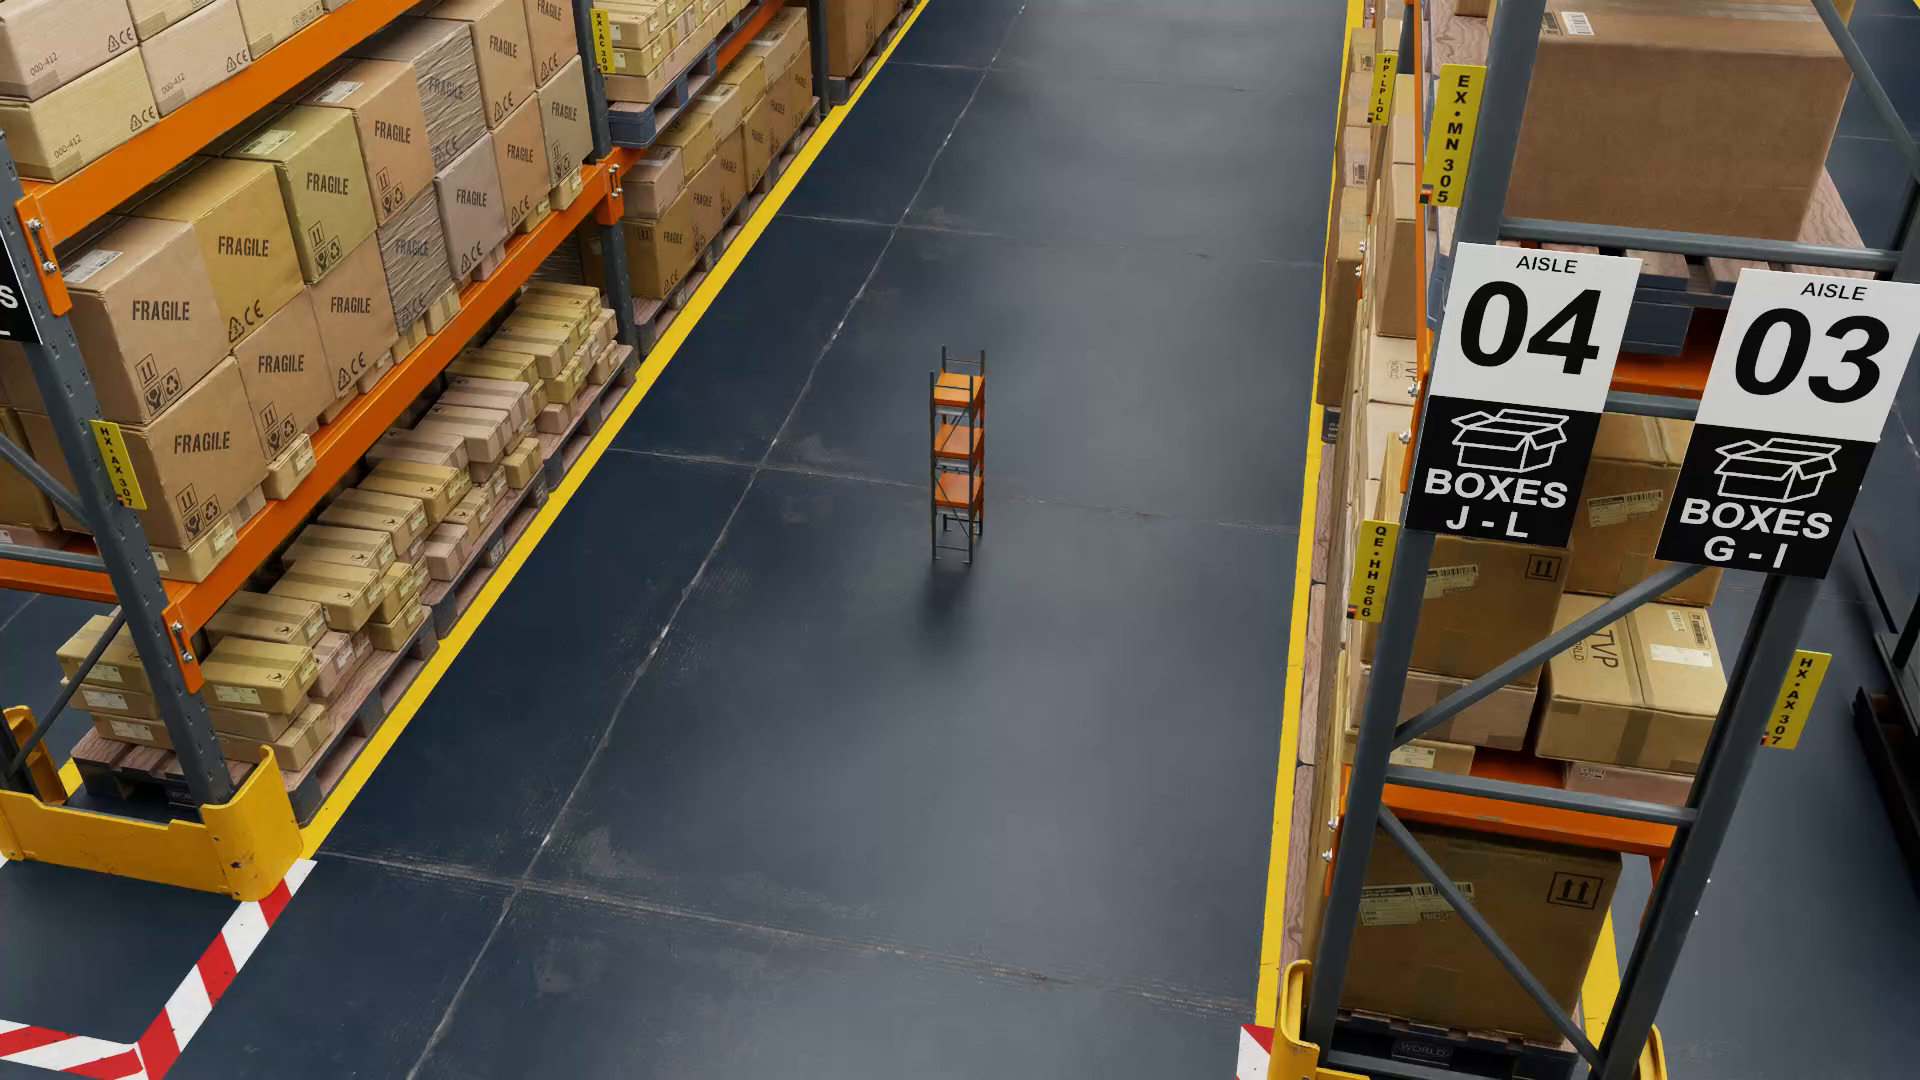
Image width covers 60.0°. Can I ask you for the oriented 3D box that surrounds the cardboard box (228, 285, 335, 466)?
[{"bbox_3d":[-2.750,-0.648,6.249,0.500,0.500,0.500,7,37,10],"label":"cardboard box"}]

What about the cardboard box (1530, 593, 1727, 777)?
[{"bbox_3d":[1.985,0.425,4.982,0.500,0.250,0.500,6,36,9],"label":"cardboard box"}]

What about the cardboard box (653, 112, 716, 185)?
[{"bbox_3d":[-1.824,-2.405,10.145,0.500,0.250,0.500,8,37,11],"label":"cardboard box"}]

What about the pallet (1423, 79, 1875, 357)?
[{"bbox_3d":[1.767,-0.880,4.427,1.003,0.211,1.213,7,37,10],"label":"pallet"}]

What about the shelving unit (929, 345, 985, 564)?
[{"bbox_3d":[-0.011,-0.394,7.900,0.215,1.050,0.252,7,37,10],"label":"shelving unit"}]

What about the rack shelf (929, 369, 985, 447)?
[{"bbox_3d":[-0.011,-0.616,7.739,0.215,0.259,0.240,7,37,10],"label":"rack shelf"}]

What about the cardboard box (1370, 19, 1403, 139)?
[{"bbox_3d":[2.523,-2.494,9.049,0.500,0.500,0.500,7,37,9],"label":"cardboard box"}]

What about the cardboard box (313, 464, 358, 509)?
[{"bbox_3d":[-3.014,-0.286,7.653,0.380,0.149,0.250,6,36,8],"label":"cardboard box"}]

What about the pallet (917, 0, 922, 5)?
[{"bbox_3d":[-0.733,-5.253,15.317,1.003,0.211,1.213,7,37,10],"label":"pallet"}]

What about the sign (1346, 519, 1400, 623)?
[{"bbox_3d":[1.091,0.085,4.388,0.100,0.325,0.005,7,37,10],"label":"sign"}]

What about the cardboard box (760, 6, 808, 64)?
[{"bbox_3d":[-1.387,-3.577,11.762,0.500,0.250,0.500,6,36,9],"label":"cardboard box"}]

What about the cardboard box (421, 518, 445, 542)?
[{"bbox_3d":[-2.621,-0.118,7.674,0.380,0.149,0.250,9,37,12],"label":"cardboard box"}]

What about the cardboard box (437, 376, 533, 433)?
[{"bbox_3d":[-2.334,-0.666,8.178,0.380,0.149,0.250,6,36,8],"label":"cardboard box"}]

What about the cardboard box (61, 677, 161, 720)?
[{"bbox_3d":[-3.371,0.572,6.723,0.380,0.149,0.250,6,36,9],"label":"cardboard box"}]

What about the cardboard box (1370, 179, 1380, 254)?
[{"bbox_3d":[2.117,-1.391,7.487,0.500,0.250,0.500,7,36,9],"label":"cardboard box"}]

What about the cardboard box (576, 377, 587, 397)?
[{"bbox_3d":[-2.239,-0.857,8.948,0.380,0.149,0.250,8,37,11],"label":"cardboard box"}]

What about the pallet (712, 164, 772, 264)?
[{"bbox_3d":[-1.928,-2.266,11.197,1.003,0.211,1.213,7,37,10],"label":"pallet"}]

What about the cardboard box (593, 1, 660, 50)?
[{"bbox_3d":[-1.818,-2.725,8.802,0.380,0.149,0.250,9,37,12],"label":"cardboard box"}]

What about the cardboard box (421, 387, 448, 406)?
[{"bbox_3d":[-2.785,-0.761,8.561,0.380,0.149,0.250,6,36,8],"label":"cardboard box"}]

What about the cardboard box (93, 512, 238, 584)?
[{"bbox_3d":[-2.816,0.003,5.904,0.380,0.149,0.250,7,37,10],"label":"cardboard box"}]

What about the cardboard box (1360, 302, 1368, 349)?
[{"bbox_3d":[1.919,-0.885,7.129,0.380,0.149,0.250,6,36,9],"label":"cardboard box"}]

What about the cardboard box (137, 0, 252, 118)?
[{"bbox_3d":[-2.743,-1.634,5.521,0.500,0.250,0.500,8,37,11],"label":"cardboard box"}]

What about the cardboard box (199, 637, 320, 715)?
[{"bbox_3d":[-2.762,0.532,6.525,0.380,0.149,0.250,6,36,8],"label":"cardboard box"}]

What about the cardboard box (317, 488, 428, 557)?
[{"bbox_3d":[-2.601,-0.080,7.369,0.380,0.149,0.250,9,37,12],"label":"cardboard box"}]

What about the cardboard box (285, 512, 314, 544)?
[{"bbox_3d":[-3.164,-0.025,7.547,0.380,0.149,0.250,8,37,11],"label":"cardboard box"}]

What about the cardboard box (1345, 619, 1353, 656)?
[{"bbox_3d":[1.482,0.288,5.510,0.380,0.149,0.250,7,37,10],"label":"cardboard box"}]

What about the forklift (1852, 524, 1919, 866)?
[{"bbox_3d":[4.343,-0.174,5.992,1.130,2.935,3.031,6,36,9],"label":"forklift"}]

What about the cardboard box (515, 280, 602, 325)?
[{"bbox_3d":[-2.173,-1.267,9.007,0.380,0.149,0.250,8,37,11],"label":"cardboard box"}]

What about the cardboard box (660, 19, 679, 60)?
[{"bbox_3d":[-1.764,-2.753,9.095,0.380,0.149,0.250,7,36,9],"label":"cardboard box"}]

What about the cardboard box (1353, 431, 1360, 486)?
[{"bbox_3d":[1.700,-0.294,6.314,0.380,0.149,0.250,8,37,11],"label":"cardboard box"}]

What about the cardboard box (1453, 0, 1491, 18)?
[{"bbox_3d":[1.995,-1.987,5.352,0.700,0.500,0.500,9,37,12],"label":"cardboard box"}]

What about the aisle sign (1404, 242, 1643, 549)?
[{"bbox_3d":[1.310,-0.323,3.925,0.394,0.787,0.004,7,37,10],"label":"aisle sign"}]

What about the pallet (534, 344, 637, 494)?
[{"bbox_3d":[-2.460,-0.729,9.075,1.003,0.211,1.213,7,37,10],"label":"pallet"}]

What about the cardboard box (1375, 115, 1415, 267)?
[{"bbox_3d":[2.008,-1.407,6.870,0.500,0.500,0.500,7,37,10],"label":"cardboard box"}]

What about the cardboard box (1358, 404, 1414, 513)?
[{"bbox_3d":[1.680,-0.228,5.882,0.500,0.250,0.500,6,36,8],"label":"cardboard box"}]

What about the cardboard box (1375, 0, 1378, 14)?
[{"bbox_3d":[2.958,-3.657,10.654,0.500,0.500,0.500,8,37,11],"label":"cardboard box"}]

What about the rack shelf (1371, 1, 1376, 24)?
[{"bbox_3d":[3.754,-4.716,12.814,1.077,0.370,4.000,7,37,10],"label":"rack shelf"}]

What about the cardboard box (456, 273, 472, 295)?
[{"bbox_3d":[-2.462,-1.202,7.566,0.380,0.149,0.250,7,36,9],"label":"cardboard box"}]

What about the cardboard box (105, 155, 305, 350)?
[{"bbox_3d":[-2.749,-1.034,5.930,0.500,0.500,0.500,8,37,11],"label":"cardboard box"}]

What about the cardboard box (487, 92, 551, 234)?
[{"bbox_3d":[-2.290,-1.798,7.836,0.500,0.500,0.500,6,36,9],"label":"cardboard box"}]

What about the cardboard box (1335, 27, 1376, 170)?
[{"bbox_3d":[3.160,-2.777,10.979,1.225,0.875,0.875,6,36,8],"label":"cardboard box"}]

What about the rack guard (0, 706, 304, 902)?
[{"bbox_3d":[-3.189,1.015,6.424,1.175,0.500,0.348,7,37,10],"label":"rack guard"}]

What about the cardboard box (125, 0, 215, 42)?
[{"bbox_3d":[-2.747,-1.829,5.363,0.500,0.250,0.500,7,36,9],"label":"cardboard box"}]

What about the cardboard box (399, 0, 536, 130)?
[{"bbox_3d":[-2.292,-2.212,7.556,0.500,0.500,0.500,6,36,8],"label":"cardboard box"}]

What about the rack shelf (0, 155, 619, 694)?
[{"bbox_3d":[-2.778,-0.809,7.424,1.077,0.370,4.000,7,37,10],"label":"rack shelf"}]

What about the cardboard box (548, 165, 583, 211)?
[{"bbox_3d":[-2.132,-1.791,8.379,0.380,0.149,0.250,6,36,9],"label":"cardboard box"}]

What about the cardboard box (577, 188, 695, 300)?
[{"bbox_3d":[-1.934,-1.795,9.943,0.500,0.500,0.500,9,37,12],"label":"cardboard box"}]

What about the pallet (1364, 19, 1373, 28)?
[{"bbox_3d":[3.758,-3.877,13.419,1.003,0.211,1.213,7,37,10],"label":"pallet"}]

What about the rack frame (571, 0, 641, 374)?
[{"bbox_3d":[-2.351,-2.247,8.794,1.000,3.000,0.127,7,37,10],"label":"rack frame"}]

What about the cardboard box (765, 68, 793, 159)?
[{"bbox_3d":[-1.496,-2.991,11.593,0.500,0.500,0.500,9,37,12],"label":"cardboard box"}]

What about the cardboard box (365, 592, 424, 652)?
[{"bbox_3d":[-2.597,0.334,7.305,0.380,0.149,0.250,8,37,11],"label":"cardboard box"}]

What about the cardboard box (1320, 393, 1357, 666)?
[{"bbox_3d":[2.062,0.007,7.137,0.875,0.875,0.875,7,37,10],"label":"cardboard box"}]

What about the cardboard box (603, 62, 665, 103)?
[{"bbox_3d":[-1.818,-2.484,8.977,0.380,0.149,0.250,6,36,8],"label":"cardboard box"}]

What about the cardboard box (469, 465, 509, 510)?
[{"bbox_3d":[-2.444,-0.261,8.125,0.380,0.149,0.250,8,37,11],"label":"cardboard box"}]

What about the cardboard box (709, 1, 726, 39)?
[{"bbox_3d":[-1.598,-3.076,9.794,0.380,0.149,0.250,6,36,8],"label":"cardboard box"}]

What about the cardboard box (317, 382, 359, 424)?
[{"bbox_3d":[-2.689,-0.614,6.755,0.380,0.149,0.250,7,37,10],"label":"cardboard box"}]

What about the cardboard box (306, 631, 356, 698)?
[{"bbox_3d":[-2.729,0.492,6.833,0.380,0.149,0.250,7,37,10],"label":"cardboard box"}]

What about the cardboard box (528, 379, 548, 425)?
[{"bbox_3d":[-2.343,-0.719,8.504,0.380,0.149,0.250,8,37,10],"label":"cardboard box"}]

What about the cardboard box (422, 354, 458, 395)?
[{"bbox_3d":[-2.783,-0.878,8.470,0.380,0.149,0.250,6,36,9],"label":"cardboard box"}]
